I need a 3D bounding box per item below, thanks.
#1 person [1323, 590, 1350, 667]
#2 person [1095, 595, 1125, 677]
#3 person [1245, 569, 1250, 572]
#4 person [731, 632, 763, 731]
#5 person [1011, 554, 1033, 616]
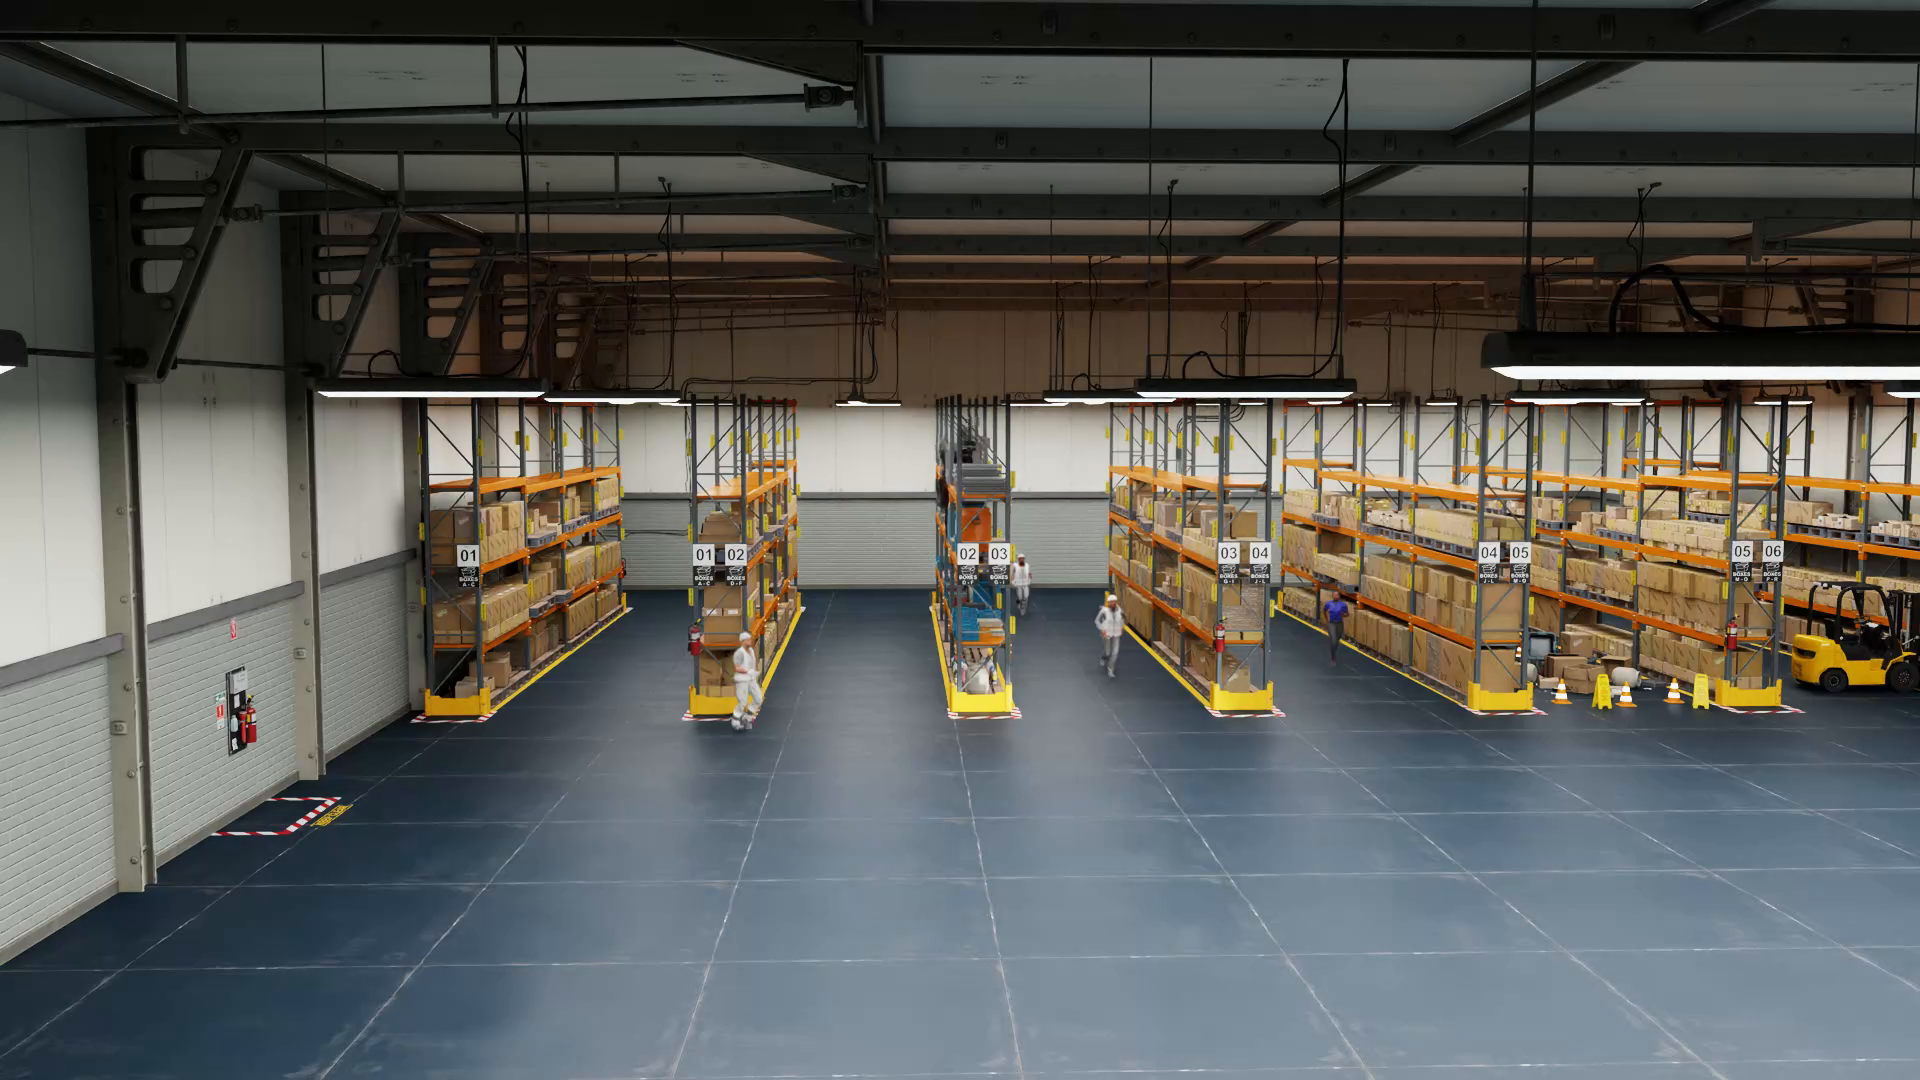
[{"bbox_3d":[8.435,1.975,37.259,0.553,1.712,0.771,0,4,2],"label":"person"},{"bbox_3d":[3.251,2.045,35.864,0.682,1.749,0.733,-1,5,-15],"label":"person"},{"bbox_3d":[7.954,1.171,46.703,0.719,1.786,0.955,1,5,13],"label":"person"},{"bbox_3d":[-3.758,2.520,29.509,0.680,1.785,0.682,3,5,31],"label":"person"},{"bbox_3d":[1.692,1.241,46.213,0.684,1.725,0.627,-1,5,-13],"label":"person"}]
